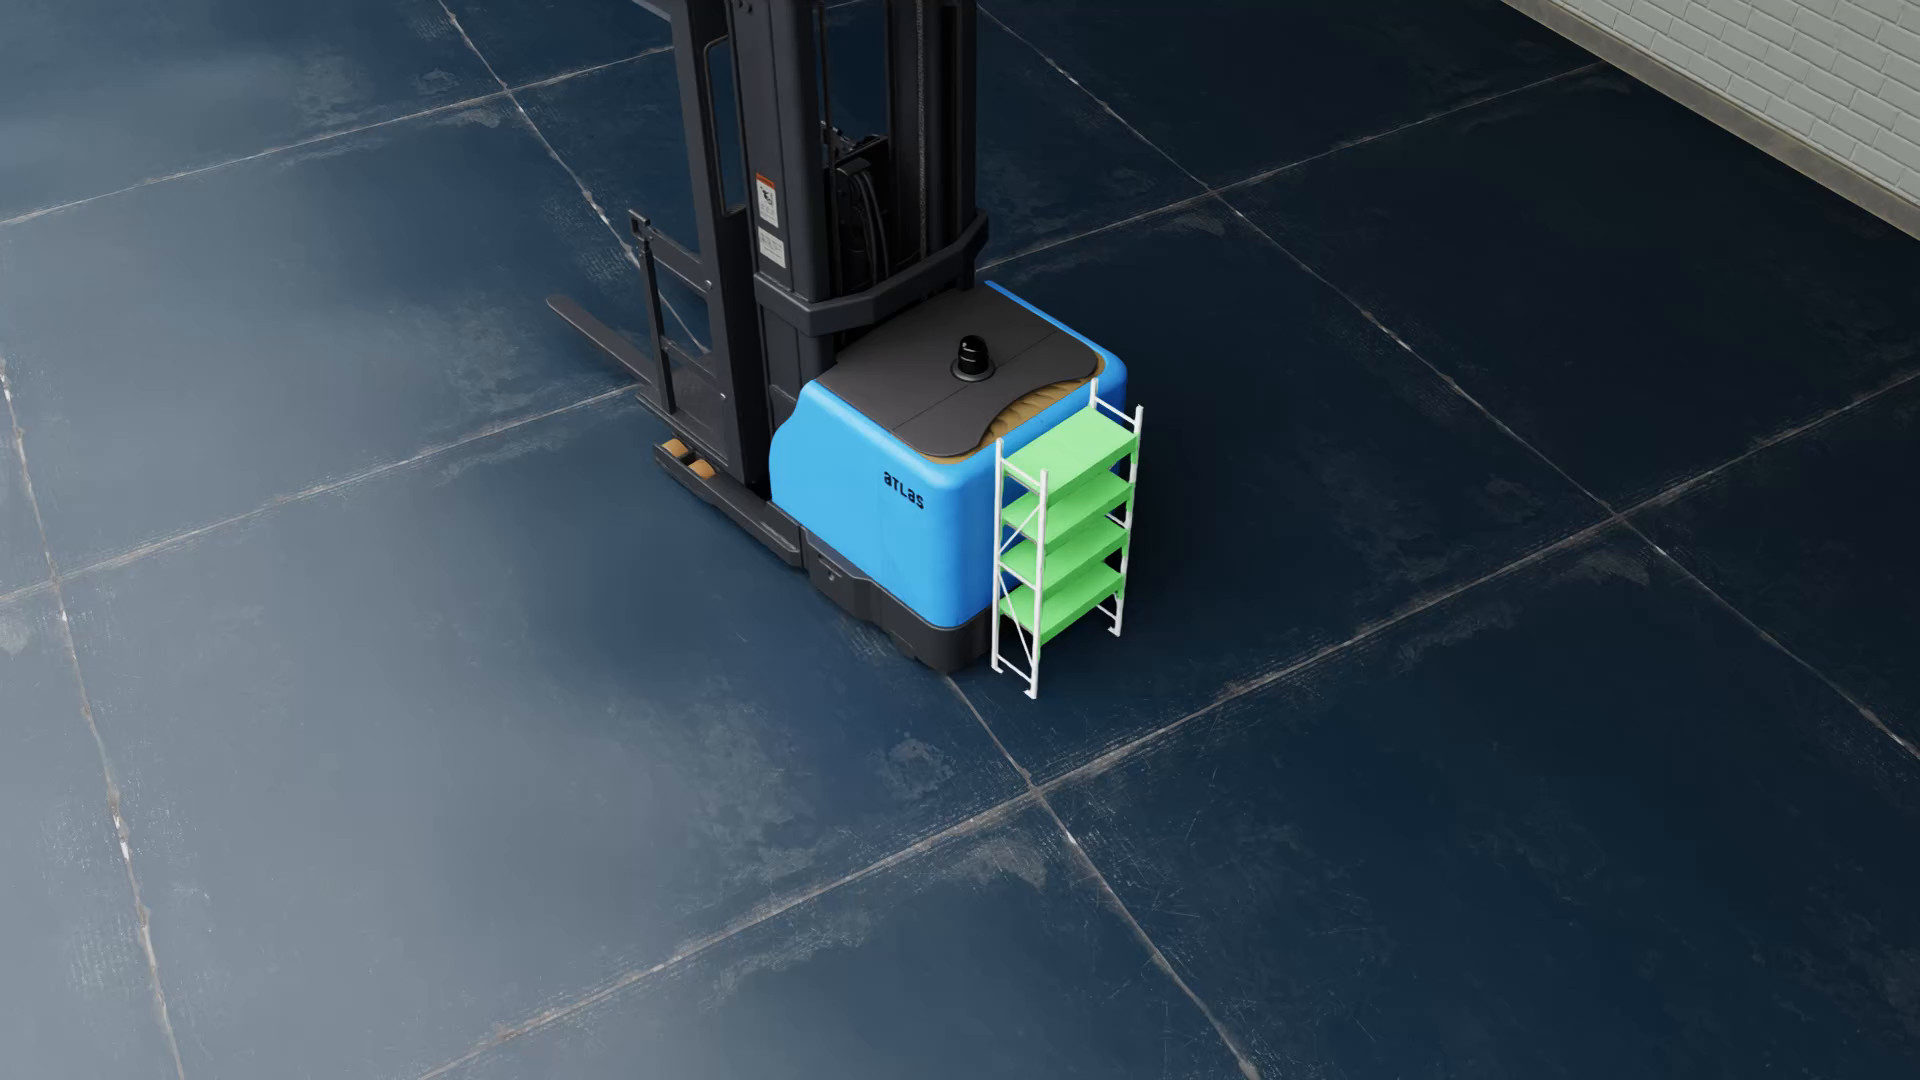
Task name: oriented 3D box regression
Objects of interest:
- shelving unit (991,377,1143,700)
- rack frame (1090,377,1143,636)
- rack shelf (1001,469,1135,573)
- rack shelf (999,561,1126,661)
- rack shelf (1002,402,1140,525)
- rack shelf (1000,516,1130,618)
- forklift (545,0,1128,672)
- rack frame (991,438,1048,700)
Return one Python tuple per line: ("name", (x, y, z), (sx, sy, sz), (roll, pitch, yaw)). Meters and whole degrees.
("shelving unit", (0.391, 0.018, 6.299), (0.503, 1.200, 0.258), (-34, 53, -30))
("rack frame", (0.567, -0.100, 6.421), (0.015, 1.200, 0.240), (-34, 53, -30))
("rack shelf", (0.391, -0.109, 6.177), (0.480, 0.148, 0.258), (-34, 53, -30))
("rack shelf", (0.390, 0.235, 6.511), (0.480, 0.148, 0.258), (-34, 53, -30))
("rack shelf", (0.391, -0.281, 6.009), (0.480, 0.148, 0.258), (-34, 53, -30))
("rack shelf", (0.391, 0.063, 6.344), (0.480, 0.148, 0.258), (-34, 53, -30))
("forklift", (-0.724, -1.464, 6.583), (1.130, 2.935, 3.031), (-34, 53, -30))
("rack frame", (0.215, 0.135, 6.178), (0.015, 1.200, 0.240), (-34, 53, -30))
